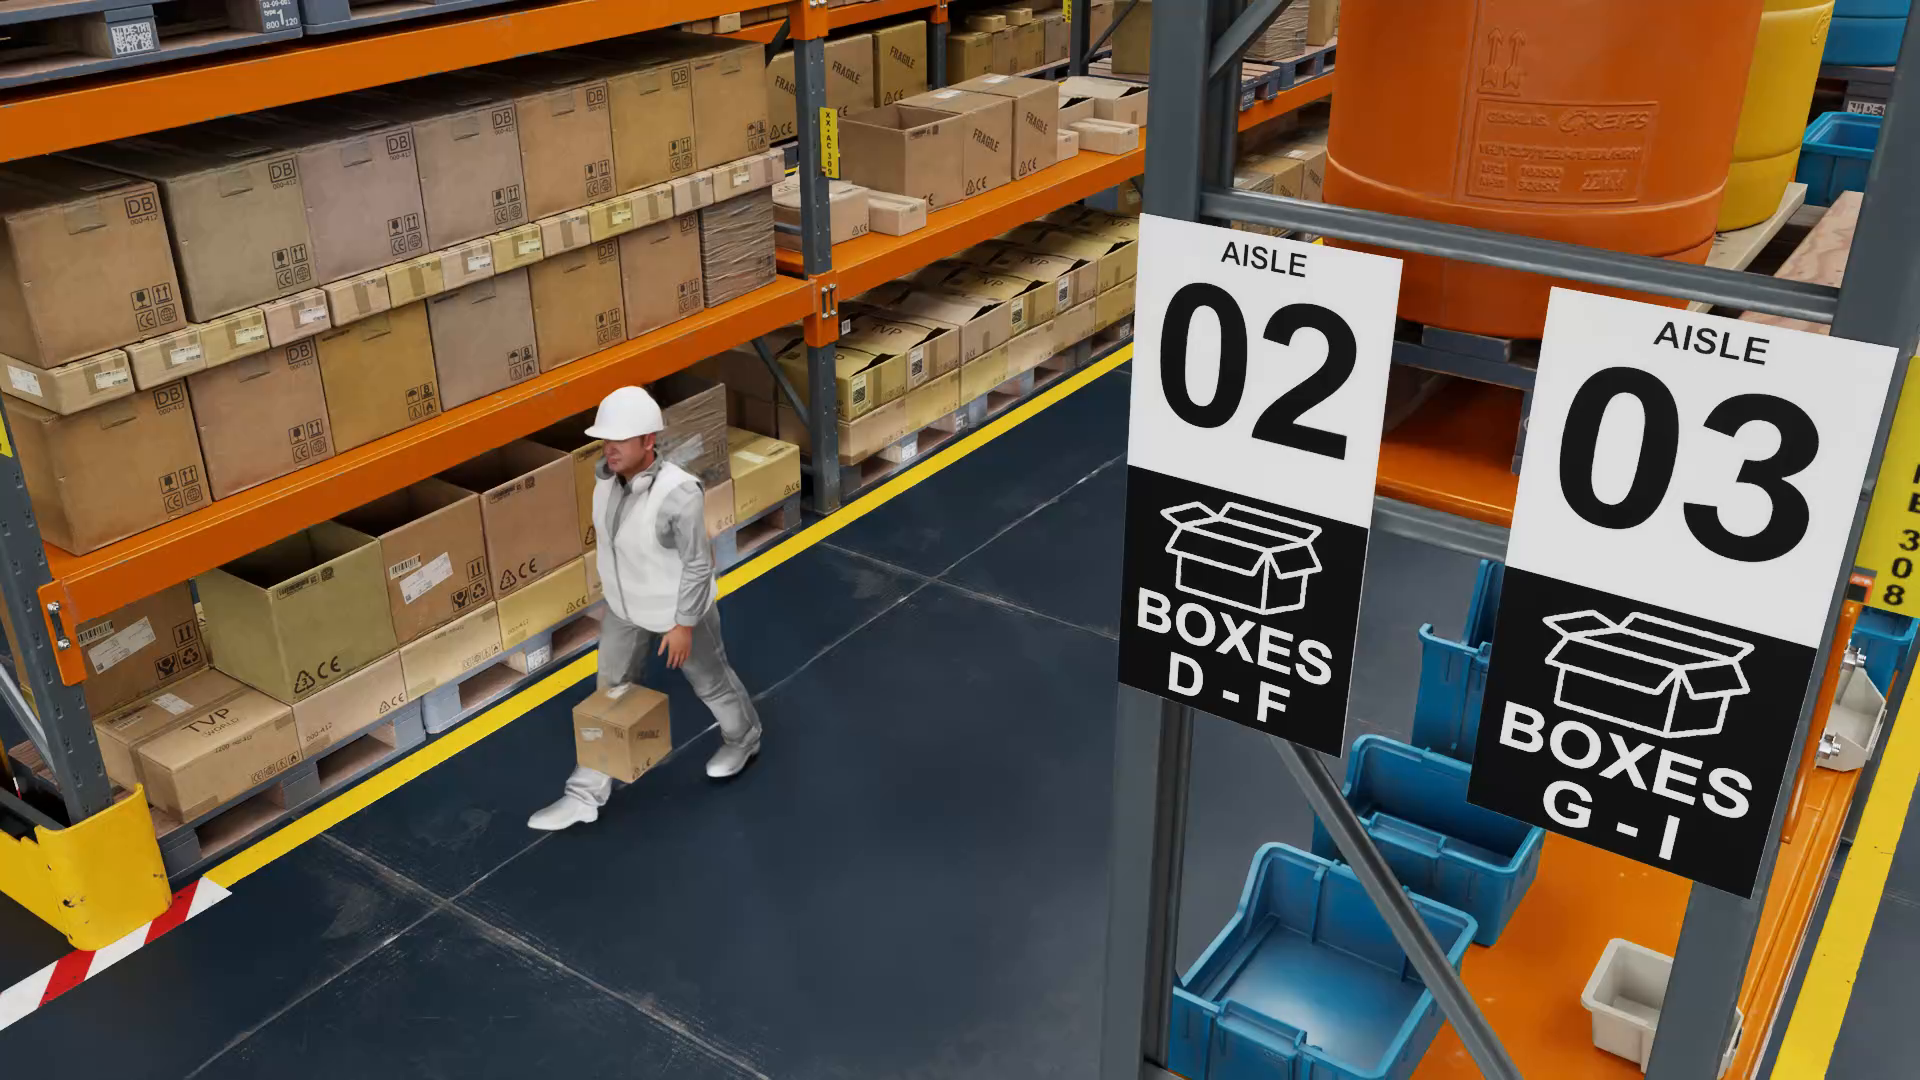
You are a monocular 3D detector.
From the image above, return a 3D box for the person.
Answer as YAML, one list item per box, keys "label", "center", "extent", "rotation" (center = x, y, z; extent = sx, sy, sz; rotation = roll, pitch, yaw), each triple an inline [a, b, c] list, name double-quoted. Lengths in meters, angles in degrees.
- label: "person"
  center: [-1.173, 0.249, 6.098]
  extent: [0.448, 1.714, 1.015]
  rotation: [17, 31, 30]
